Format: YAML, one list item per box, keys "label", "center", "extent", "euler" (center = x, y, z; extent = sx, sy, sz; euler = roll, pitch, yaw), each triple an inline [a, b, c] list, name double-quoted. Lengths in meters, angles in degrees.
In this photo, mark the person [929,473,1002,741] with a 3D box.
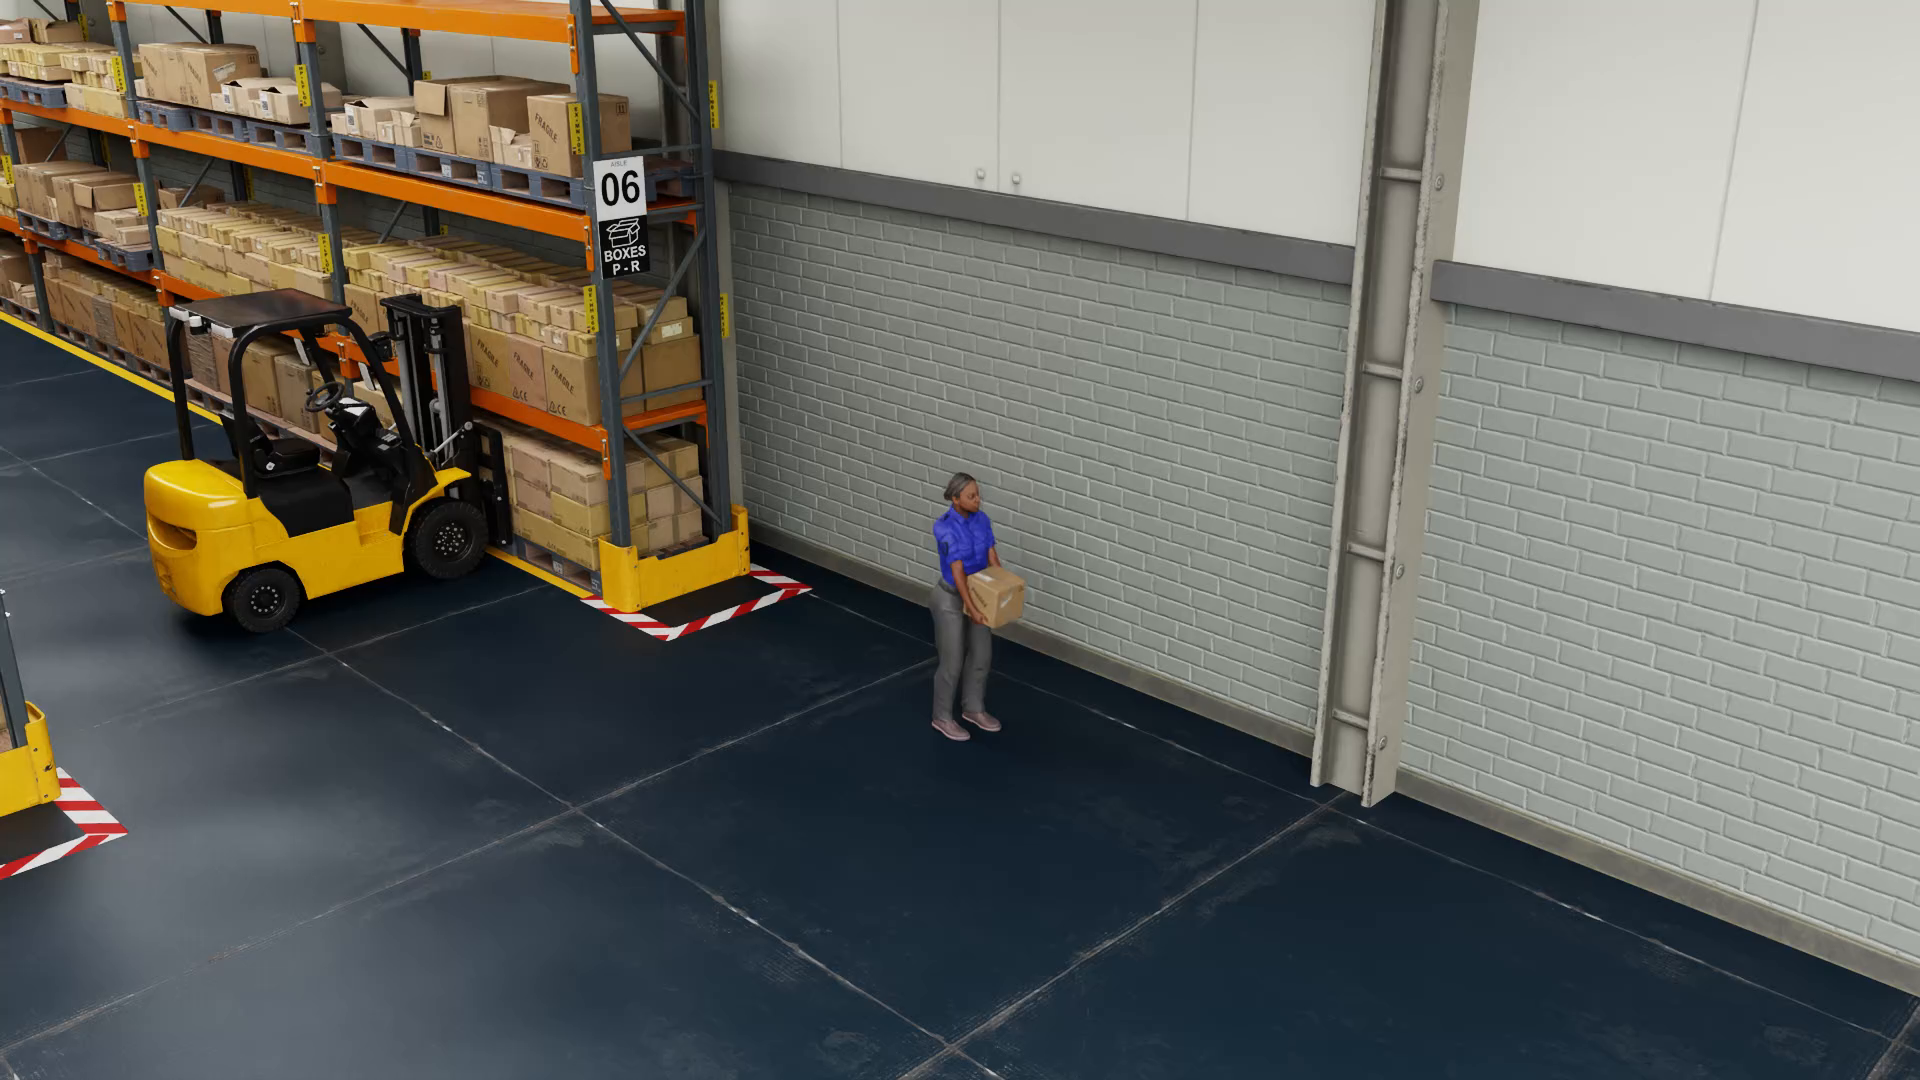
- label: "person"
  center: [0.083, 0.407, 10.026]
  extent: [0.509, 1.657, 0.412]
  euler: [18, 27, 40]
